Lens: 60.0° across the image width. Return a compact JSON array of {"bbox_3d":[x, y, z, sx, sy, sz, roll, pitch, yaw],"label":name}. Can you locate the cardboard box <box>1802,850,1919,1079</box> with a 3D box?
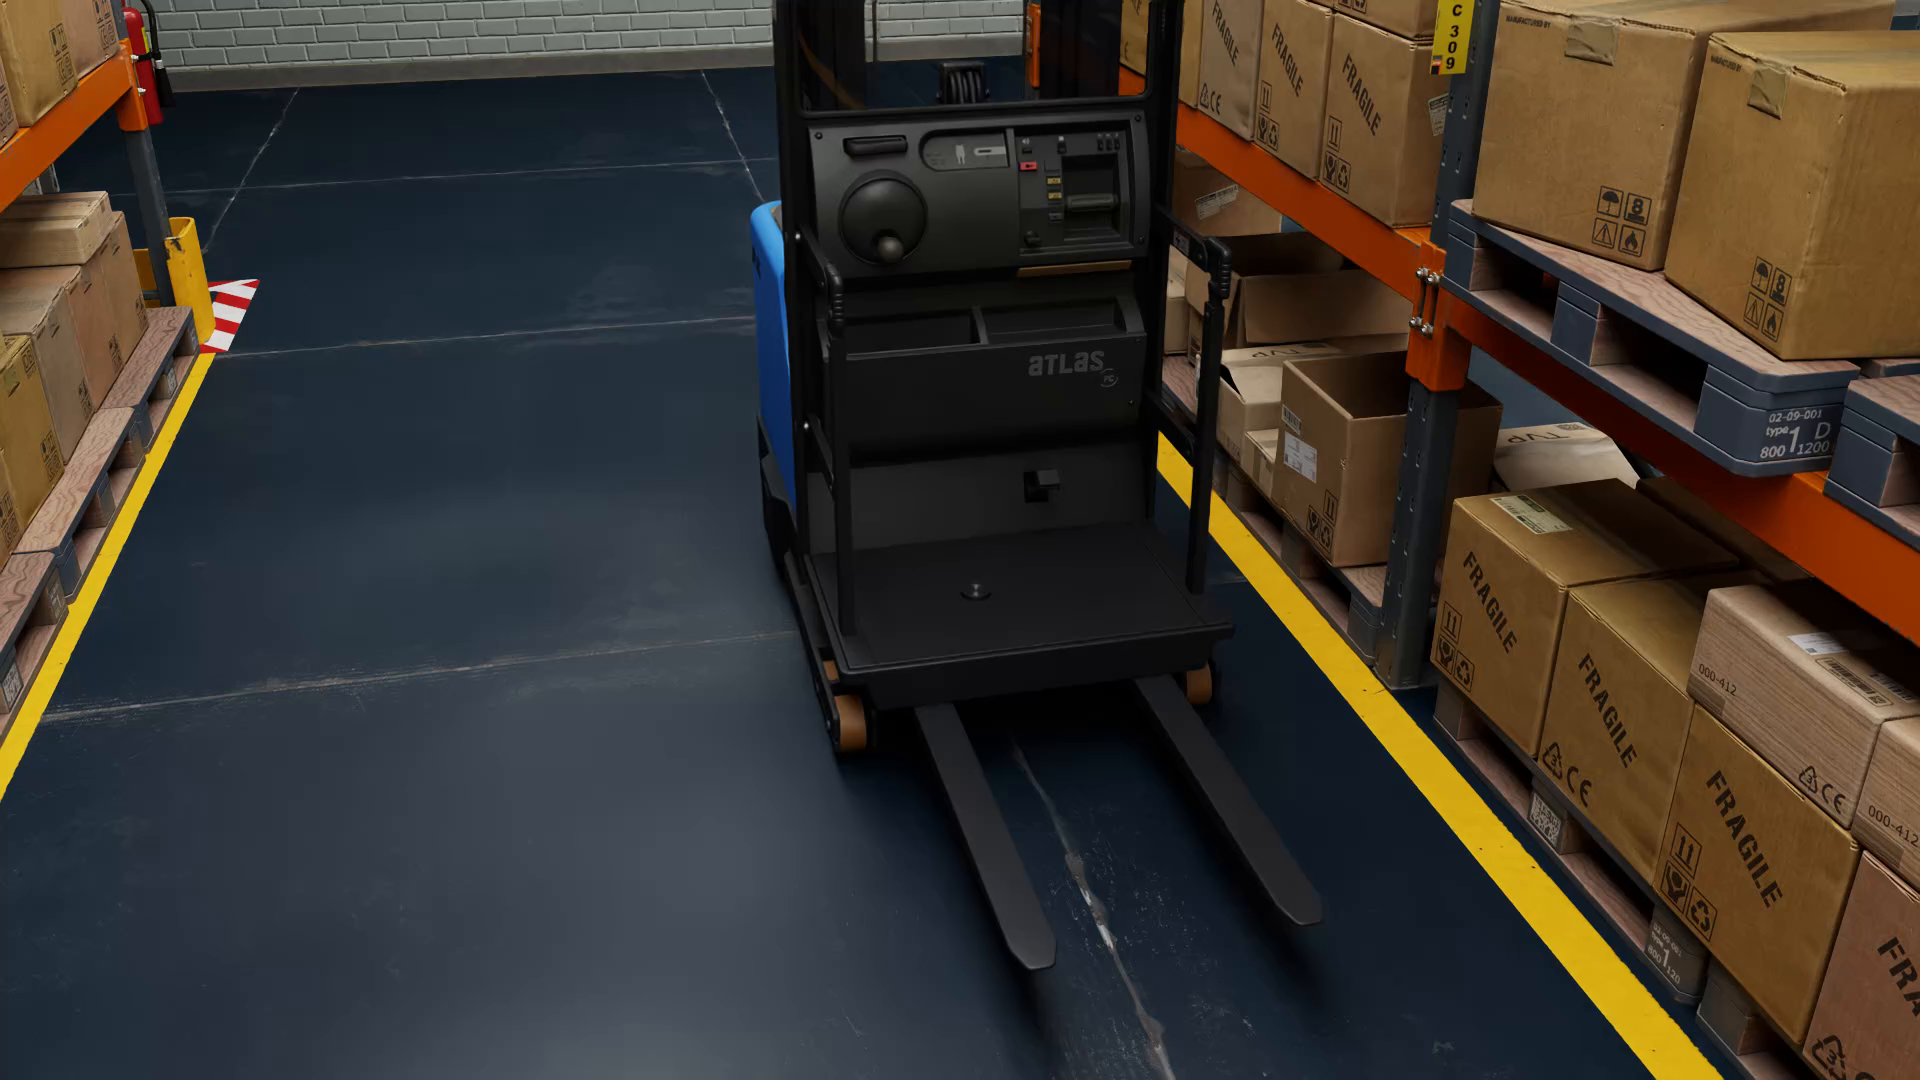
[{"bbox_3d":[1.953,0.865,2.993,0.500,0.500,0.500,-7,28,-14],"label":"cardboard box"}]

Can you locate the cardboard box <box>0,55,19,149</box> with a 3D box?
[{"bbox_3d":[-3.533,-1.475,5.011,0.980,0.700,0.700,-7,28,-14],"label":"cardboard box"}]

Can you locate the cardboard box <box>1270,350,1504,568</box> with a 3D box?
[{"bbox_3d":[1.327,-0.268,5.239,0.500,0.500,0.500,-6,27,-12],"label":"cardboard box"}]

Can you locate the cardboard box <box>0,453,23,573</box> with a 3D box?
[{"bbox_3d":[-3.273,-0.093,4.914,0.700,0.500,0.500,-6,27,-12],"label":"cardboard box"}]

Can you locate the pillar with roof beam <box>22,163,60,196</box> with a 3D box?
[{"bbox_3d":[-1.253,-6.431,8.504,9.100,9.000,0.400,-6,27,-12],"label":"pillar with roof beam"}]

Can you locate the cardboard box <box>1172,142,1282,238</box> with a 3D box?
[{"bbox_3d":[1.192,-1.589,7.856,0.500,0.500,0.500,-6,27,-12],"label":"cardboard box"}]

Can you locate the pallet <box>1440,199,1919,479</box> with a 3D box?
[{"bbox_3d":[1.805,-0.519,3.662,1.003,0.211,1.213,-6,27,-12],"label":"pallet"}]

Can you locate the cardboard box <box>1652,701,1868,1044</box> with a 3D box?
[{"bbox_3d":[1.839,0.643,3.433,0.500,0.500,0.500,-6,27,-11],"label":"cardboard box"}]

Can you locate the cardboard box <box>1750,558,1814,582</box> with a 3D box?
[{"bbox_3d":[2.225,0.358,3.997,0.500,0.500,0.500,-6,27,-11],"label":"cardboard box"}]

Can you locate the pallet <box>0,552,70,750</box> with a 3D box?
[{"bbox_3d":[-3.189,0.441,4.642,1.003,0.211,1.213,-6,27,-12],"label":"pallet"}]

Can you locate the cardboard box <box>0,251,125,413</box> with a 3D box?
[{"bbox_3d":[-3.628,-0.773,6.260,0.700,0.500,0.500,-6,27,-12],"label":"cardboard box"}]

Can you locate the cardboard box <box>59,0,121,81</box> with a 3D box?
[{"bbox_3d":[-3.871,-2.129,6.306,0.980,0.700,0.700,-5,27,-9],"label":"cardboard box"}]

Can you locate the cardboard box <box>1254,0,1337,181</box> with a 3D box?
[{"bbox_3d":[1.251,-1.431,5.145,0.500,0.500,0.500,-5,27,-10],"label":"cardboard box"}]

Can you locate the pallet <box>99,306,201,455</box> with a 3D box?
[{"bbox_3d":[-3.739,-0.630,6.764,1.003,0.211,1.213,-6,27,-12],"label":"pallet"}]

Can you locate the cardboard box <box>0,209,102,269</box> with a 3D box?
[{"bbox_3d":[-3.476,-1.132,6.252,0.380,0.149,0.250,-5,27,-10],"label":"cardboard box"}]

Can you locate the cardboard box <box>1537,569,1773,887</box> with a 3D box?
[{"bbox_3d":[1.734,0.423,3.869,0.500,0.500,0.500,-6,27,-11],"label":"cardboard box"}]

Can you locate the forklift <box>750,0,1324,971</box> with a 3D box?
[{"bbox_3d":[0.115,-0.909,4.299,1.130,2.935,3.031,-6,27,-12],"label":"forklift"}]

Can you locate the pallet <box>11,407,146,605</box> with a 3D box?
[{"bbox_3d":[-3.468,-0.095,5.705,1.003,0.211,1.213,-6,27,-12],"label":"pallet"}]

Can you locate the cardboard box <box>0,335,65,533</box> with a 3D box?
[{"bbox_3d":[-3.386,-0.319,5.360,0.700,0.500,0.500,-5,27,-10],"label":"cardboard box"}]

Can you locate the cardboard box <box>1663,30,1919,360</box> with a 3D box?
[{"bbox_3d":[1.837,-0.673,3.177,0.700,0.500,0.500,-2,27,-3],"label":"cardboard box"}]

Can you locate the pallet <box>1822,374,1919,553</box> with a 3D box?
[{"bbox_3d":[2.190,0.022,2.591,1.003,0.211,1.213,-6,27,-12],"label":"pallet"}]

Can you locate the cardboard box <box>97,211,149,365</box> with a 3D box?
[{"bbox_3d":[-3.740,-0.992,6.695,0.700,0.500,0.500,-6,27,-12],"label":"cardboard box"}]

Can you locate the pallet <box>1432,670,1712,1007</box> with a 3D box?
[{"bbox_3d":[1.951,0.632,4.265,1.003,0.211,1.213,-6,27,-12],"label":"pallet"}]

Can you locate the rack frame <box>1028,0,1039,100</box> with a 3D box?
[{"bbox_3d":[0.830,-2.723,7.815,1.000,3.000,0.127,-6,27,-12],"label":"rack frame"}]

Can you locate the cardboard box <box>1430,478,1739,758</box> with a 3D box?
[{"bbox_3d":[1.603,0.190,4.331,0.500,0.500,0.500,-7,28,-14],"label":"cardboard box"}]

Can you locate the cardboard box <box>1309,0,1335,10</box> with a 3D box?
[{"bbox_3d":[1.247,-1.878,4.921,0.500,0.500,0.500,-6,27,-13],"label":"cardboard box"}]

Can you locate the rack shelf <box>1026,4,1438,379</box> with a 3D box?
[{"bbox_3d":[1.281,-1.523,6.238,1.077,0.370,4.000,-6,27,-12],"label":"rack shelf"}]

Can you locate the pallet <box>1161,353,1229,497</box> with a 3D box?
[{"bbox_3d":[1.299,-0.560,6.625,1.003,0.211,1.213,-6,27,-12],"label":"pallet"}]

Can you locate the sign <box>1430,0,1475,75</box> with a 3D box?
[{"bbox_3d":[1.204,-1.295,4.025,0.100,0.325,0.005,-6,27,-12],"label":"sign"}]

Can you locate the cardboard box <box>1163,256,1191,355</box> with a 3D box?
[{"bbox_3d":[0.901,-0.985,6.936,0.500,0.250,0.500,-6,27,-12],"label":"cardboard box"}]

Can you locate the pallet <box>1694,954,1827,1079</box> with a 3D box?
[{"bbox_3d":[2.230,1.168,3.201,1.003,0.211,1.213,-6,27,-12],"label":"pallet"}]

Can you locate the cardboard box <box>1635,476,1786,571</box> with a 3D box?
[{"bbox_3d":[2.122,0.140,4.429,0.500,0.500,0.500,-6,27,-12],"label":"cardboard box"}]

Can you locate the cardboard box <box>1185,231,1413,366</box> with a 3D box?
[{"bbox_3d":[1.303,-0.873,6.433,0.797,0.503,0.637,-6,27,-12],"label":"cardboard box"}]

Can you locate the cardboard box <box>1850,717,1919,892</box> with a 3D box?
[{"bbox_3d":[1.942,0.514,2.856,0.500,0.250,0.500,-6,27,-13],"label":"cardboard box"}]

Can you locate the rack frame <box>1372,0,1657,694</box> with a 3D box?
[{"bbox_3d":[1.731,-0.967,4.336,1.000,3.000,0.127,-6,27,-12],"label":"rack frame"}]

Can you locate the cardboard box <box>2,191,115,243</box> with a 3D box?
[{"bbox_3d":[-3.534,-1.244,6.474,0.380,0.149,0.250,-6,27,-12],"label":"cardboard box"}]

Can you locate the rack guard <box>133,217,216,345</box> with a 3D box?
[{"bbox_3d":[-4.001,-1.113,7.400,1.175,0.500,0.348,-6,27,-12],"label":"rack guard"}]

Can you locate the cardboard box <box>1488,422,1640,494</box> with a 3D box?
[{"bbox_3d":[1.847,-0.169,5.252,0.500,0.311,0.500,-6,27,-12],"label":"cardboard box"}]

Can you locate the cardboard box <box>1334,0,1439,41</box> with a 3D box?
[{"bbox_3d":[1.365,-1.653,4.476,0.500,0.500,0.500,-6,27,-11],"label":"cardboard box"}]

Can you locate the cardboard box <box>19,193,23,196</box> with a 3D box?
[{"bbox_3d":[-3.963,-1.317,6.618,0.380,0.149,0.250,-6,27,-11],"label":"cardboard box"}]

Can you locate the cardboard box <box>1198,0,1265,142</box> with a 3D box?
[{"bbox_3d":[1.133,-1.656,5.591,0.500,0.500,0.500,-5,27,-10],"label":"cardboard box"}]

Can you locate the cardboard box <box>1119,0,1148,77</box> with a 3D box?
[{"bbox_3d":[0.905,-2.099,6.469,0.500,0.500,0.500,-6,27,-12],"label":"cardboard box"}]

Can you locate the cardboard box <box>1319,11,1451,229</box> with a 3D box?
[{"bbox_3d":[1.369,-1.205,4.697,0.500,0.500,0.500,-6,27,-11],"label":"cardboard box"}]

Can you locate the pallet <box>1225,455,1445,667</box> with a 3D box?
[{"bbox_3d":[1.577,-0.023,5.562,1.003,0.211,1.213,-6,27,-12],"label":"pallet"}]

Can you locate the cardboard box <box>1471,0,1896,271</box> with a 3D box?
[{"bbox_3d":[1.620,-0.968,3.762,0.700,0.500,0.500,-16,31,-29],"label":"cardboard box"}]

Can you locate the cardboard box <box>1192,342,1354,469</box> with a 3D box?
[{"bbox_3d":[1.157,-0.513,5.934,0.500,0.311,0.500,-6,27,-12],"label":"cardboard box"}]

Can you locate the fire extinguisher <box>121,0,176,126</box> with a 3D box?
[{"bbox_3d":[-3.580,-2.130,7.141,0.296,0.674,0.183,-6,27,-12],"label":"fire extinguisher"}]

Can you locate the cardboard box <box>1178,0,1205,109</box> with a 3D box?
[{"bbox_3d":[1.016,-1.880,6.034,0.500,0.500,0.500,-6,27,-11],"label":"cardboard box"}]

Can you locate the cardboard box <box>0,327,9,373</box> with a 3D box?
[{"bbox_3d":[-3.180,-0.560,5.118,0.380,0.149,0.250,-7,28,-13],"label":"cardboard box"}]

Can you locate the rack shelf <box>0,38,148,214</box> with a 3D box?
[{"bbox_3d":[-3.545,-1.019,5.238,1.077,0.370,4.000,-6,27,-12],"label":"rack shelf"}]

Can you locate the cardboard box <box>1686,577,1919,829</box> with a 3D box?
[{"bbox_3d":[1.828,0.294,3.292,0.500,0.250,0.500,-6,27,-11],"label":"cardboard box"}]

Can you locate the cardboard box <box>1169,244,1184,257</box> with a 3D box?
[{"bbox_3d":[0.789,-1.205,7.371,0.500,0.250,0.500,-6,27,-12],"label":"cardboard box"}]

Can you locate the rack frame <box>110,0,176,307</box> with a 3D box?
[{"bbox_3d":[-3.996,-2.218,6.815,1.000,3.000,0.127,-6,27,-12],"label":"rack frame"}]

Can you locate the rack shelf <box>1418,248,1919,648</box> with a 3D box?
[{"bbox_3d":[2.182,0.233,2.759,1.077,0.370,4.000,-6,27,-12],"label":"rack shelf"}]

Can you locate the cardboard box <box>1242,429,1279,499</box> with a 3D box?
[{"bbox_3d":[1.184,-0.270,5.632,0.380,0.149,0.250,-6,27,-12],"label":"cardboard box"}]

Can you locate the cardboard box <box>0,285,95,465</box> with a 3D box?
[{"bbox_3d":[-3.514,-0.552,5.823,0.700,0.500,0.500,-7,28,-13],"label":"cardboard box"}]

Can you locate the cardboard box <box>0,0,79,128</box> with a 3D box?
[{"bbox_3d":[-3.696,-1.811,5.676,0.980,0.700,0.700,-6,27,-12],"label":"cardboard box"}]

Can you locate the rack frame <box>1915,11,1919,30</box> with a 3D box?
[{"bbox_3d":[5.657,-3.224,8.809,1.000,3.000,0.127,-6,27,-12],"label":"rack frame"}]
